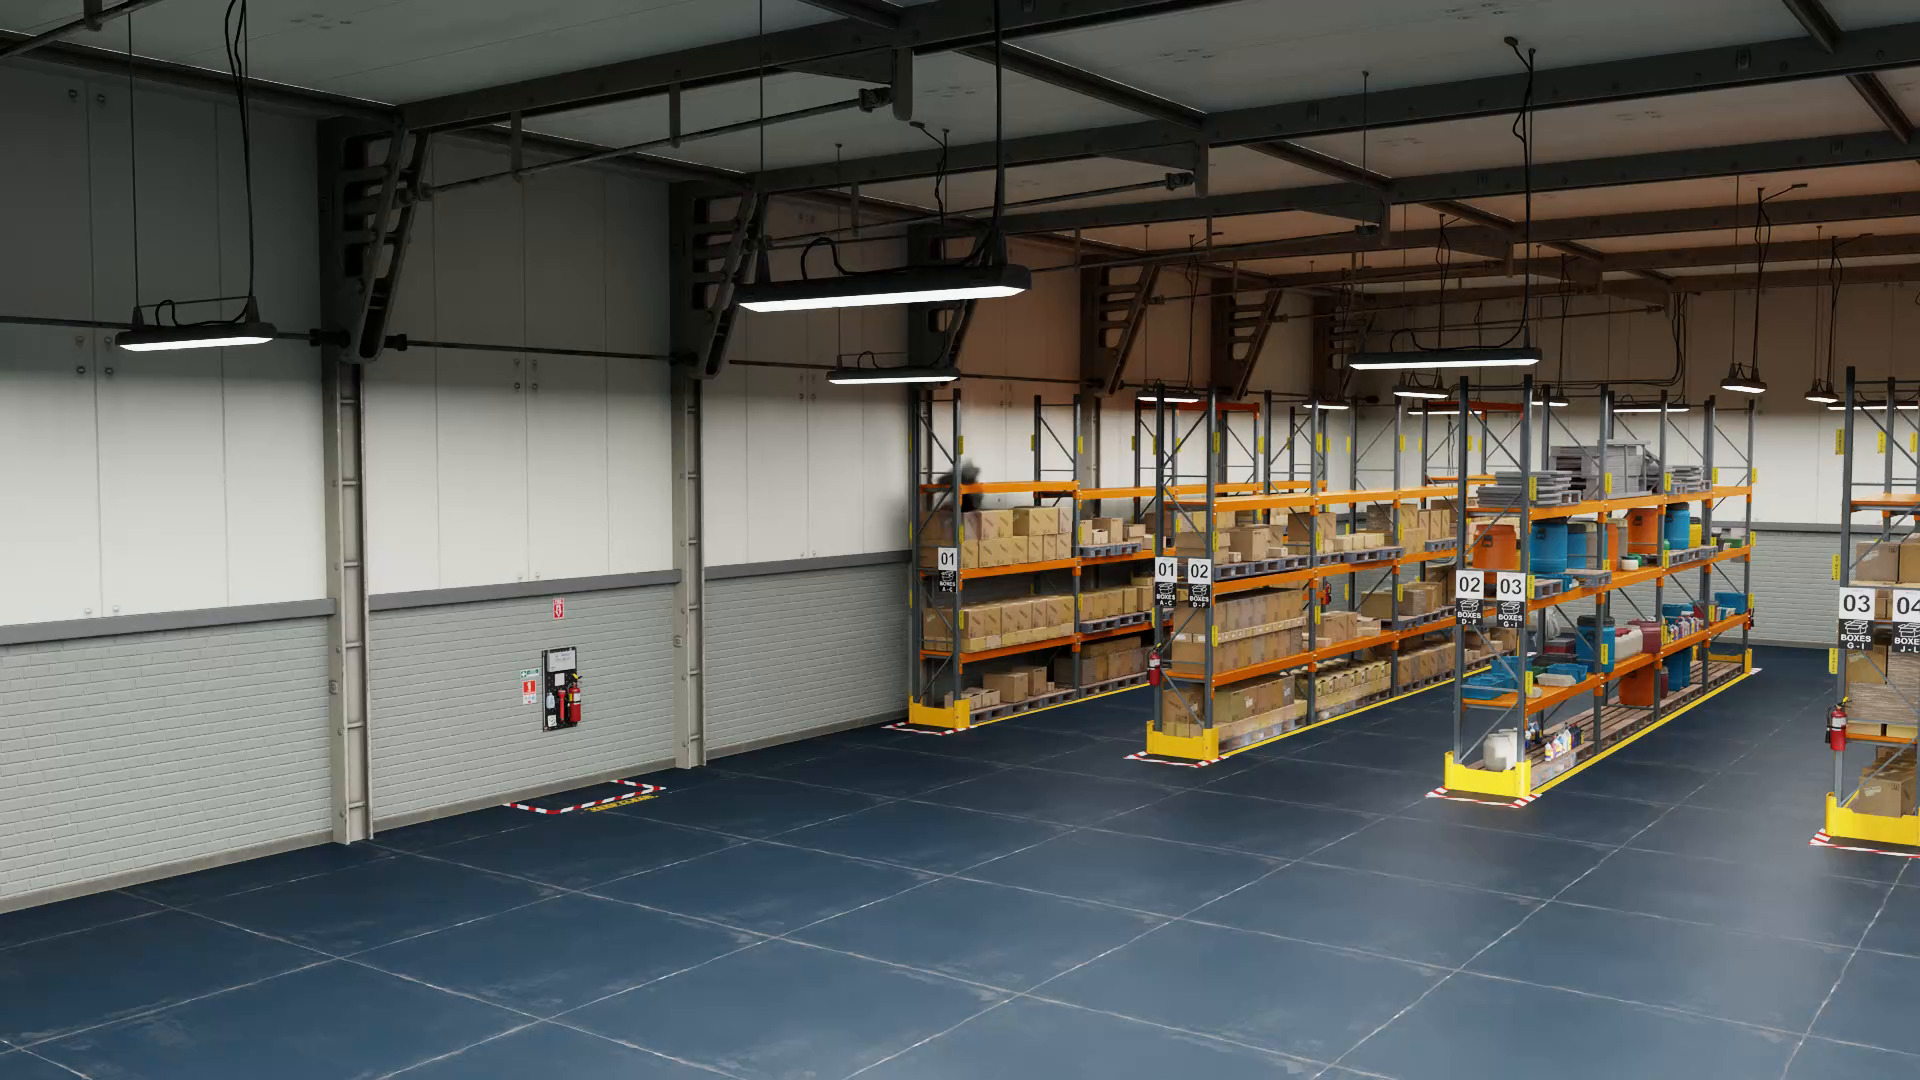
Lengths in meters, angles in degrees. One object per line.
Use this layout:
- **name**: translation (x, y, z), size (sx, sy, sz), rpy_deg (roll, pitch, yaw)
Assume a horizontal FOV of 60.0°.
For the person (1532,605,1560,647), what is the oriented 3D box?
- **person**: translation (14.194, 1.862, 40.361), size (0.696, 1.705, 0.596), rpy_deg (-3, 5, -44)
